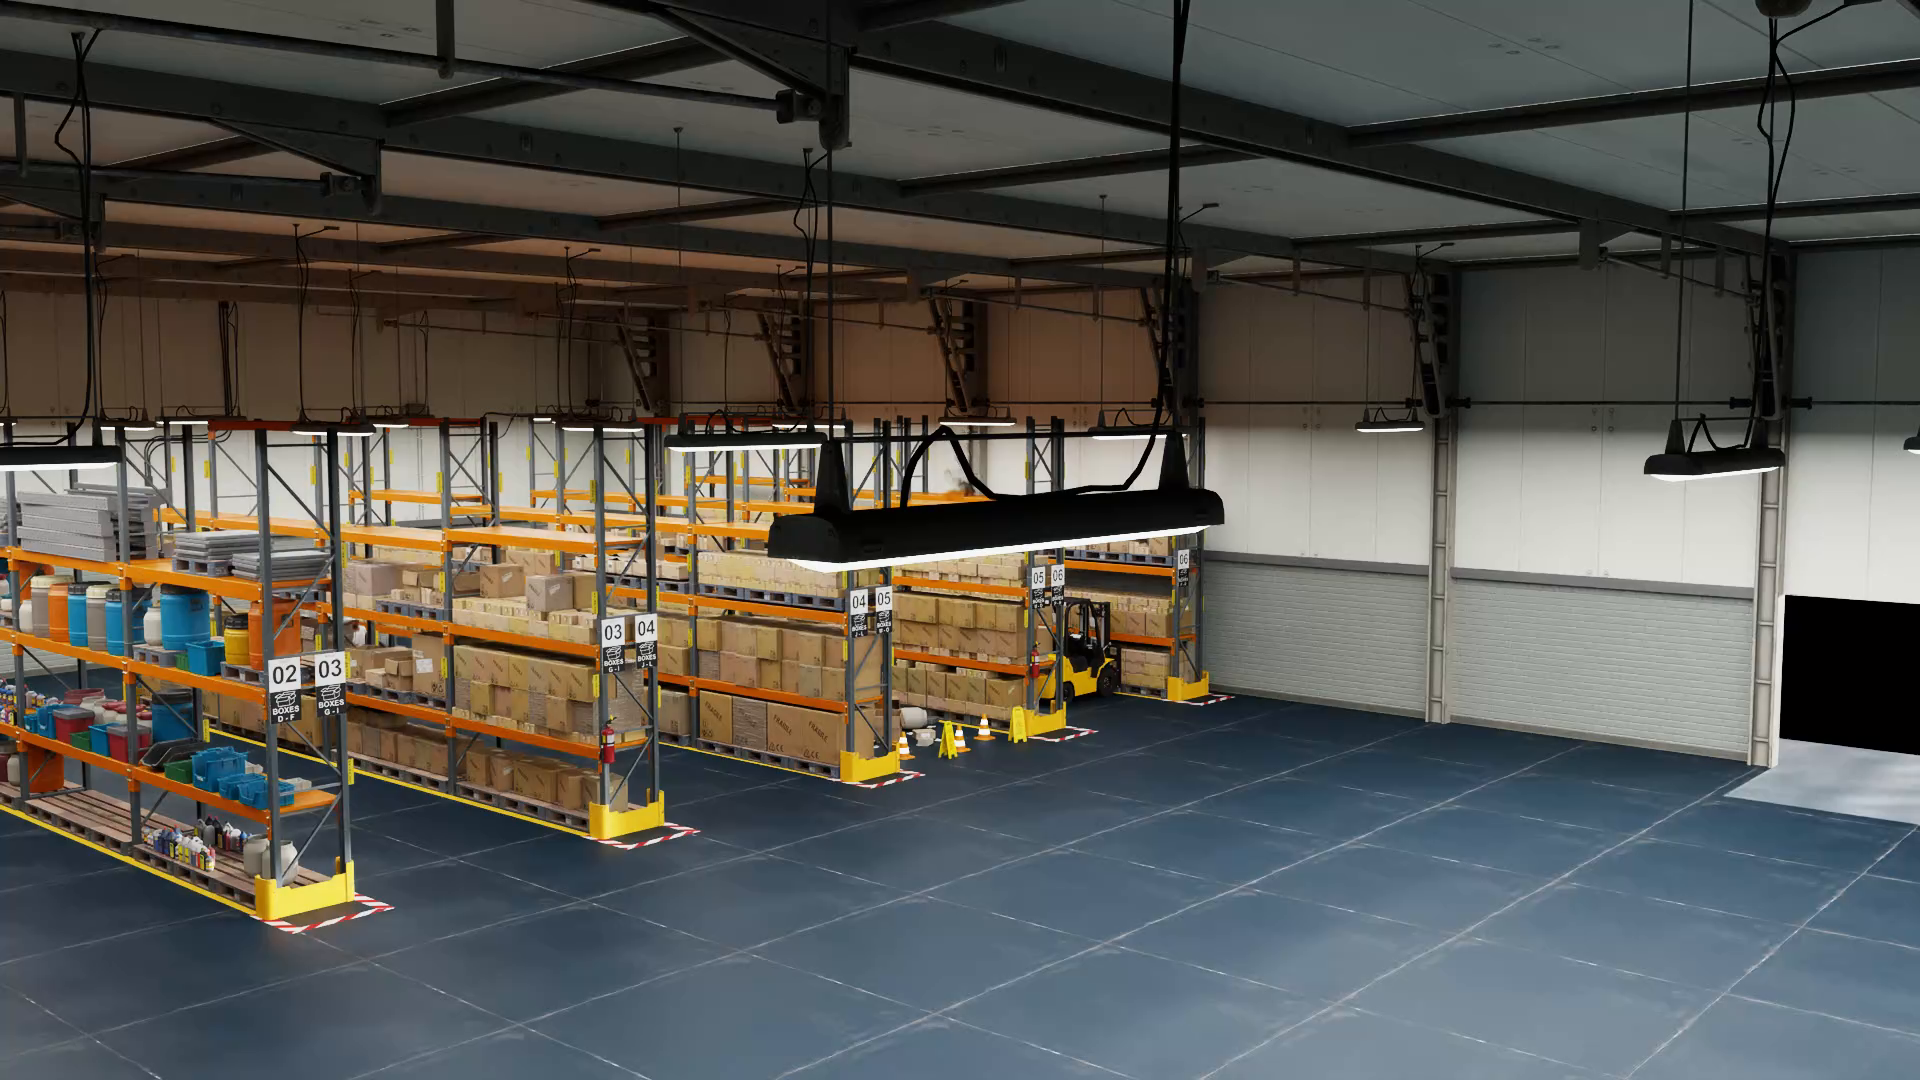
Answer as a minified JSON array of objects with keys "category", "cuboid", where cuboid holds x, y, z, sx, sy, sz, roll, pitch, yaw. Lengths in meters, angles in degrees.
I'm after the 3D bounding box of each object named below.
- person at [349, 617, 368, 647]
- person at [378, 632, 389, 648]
[{"category":"person","cuboid":[-12.967,2.487,35.735,0.714,1.796,0.883,-4,6,-40]},{"category":"person","cuboid":[-14.094,2.150,40.528,0.593,1.622,0.546,1,5,13]}]
